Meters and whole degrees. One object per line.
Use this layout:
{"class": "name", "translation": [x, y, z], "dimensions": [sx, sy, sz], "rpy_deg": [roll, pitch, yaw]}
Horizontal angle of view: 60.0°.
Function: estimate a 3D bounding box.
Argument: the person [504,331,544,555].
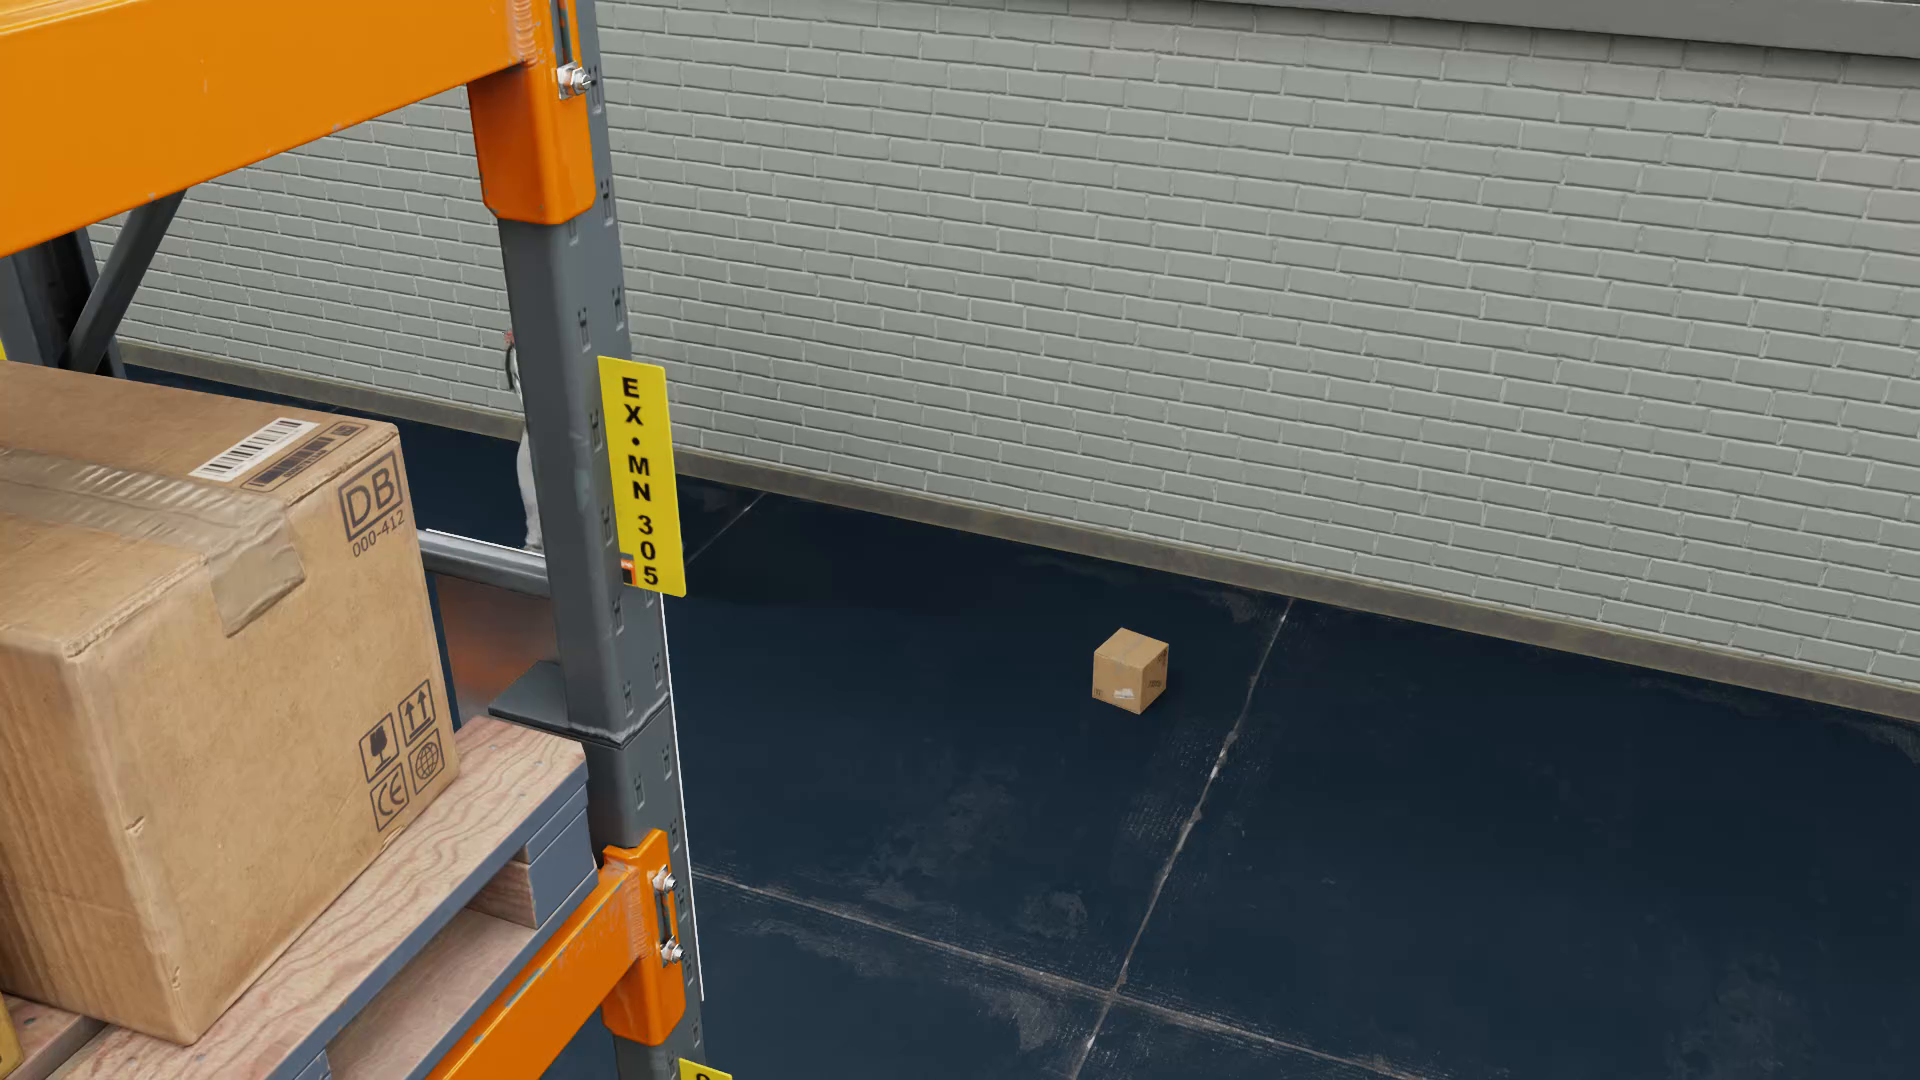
{"class": "person", "translation": [-1.960, -0.661, 8.244], "dimensions": [0.807, 1.809, 0.659], "rpy_deg": [8, 31, 14]}
